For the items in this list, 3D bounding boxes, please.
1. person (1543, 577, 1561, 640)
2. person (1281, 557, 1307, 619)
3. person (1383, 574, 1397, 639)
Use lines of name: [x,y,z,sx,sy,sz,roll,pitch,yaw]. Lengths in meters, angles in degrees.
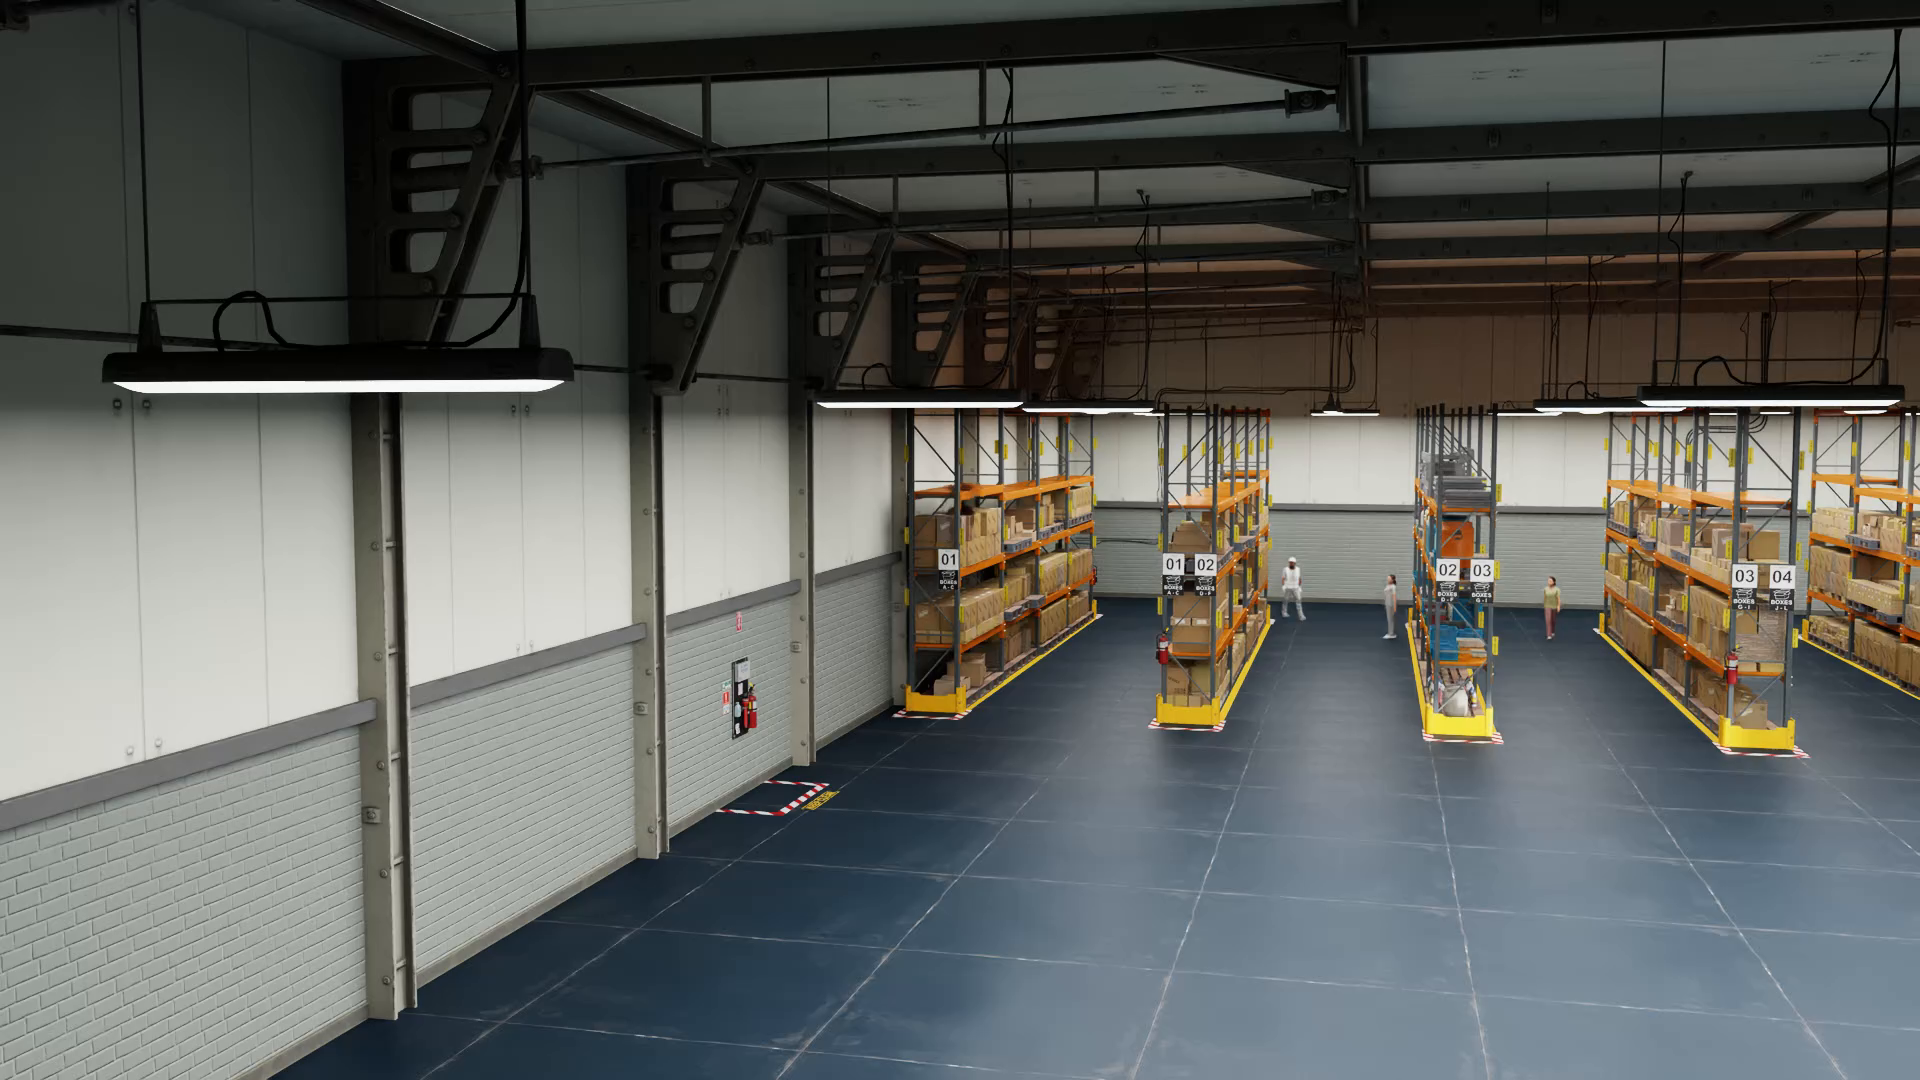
person: [15.378,1.764,43.190,0.429,1.622,1.012,1,4,12]
person: [9.495,1.365,47.413,0.684,1.731,0.966,-1,4,-15]
person: [11.231,1.726,43.414,0.364,1.678,0.487,0,4,5]
